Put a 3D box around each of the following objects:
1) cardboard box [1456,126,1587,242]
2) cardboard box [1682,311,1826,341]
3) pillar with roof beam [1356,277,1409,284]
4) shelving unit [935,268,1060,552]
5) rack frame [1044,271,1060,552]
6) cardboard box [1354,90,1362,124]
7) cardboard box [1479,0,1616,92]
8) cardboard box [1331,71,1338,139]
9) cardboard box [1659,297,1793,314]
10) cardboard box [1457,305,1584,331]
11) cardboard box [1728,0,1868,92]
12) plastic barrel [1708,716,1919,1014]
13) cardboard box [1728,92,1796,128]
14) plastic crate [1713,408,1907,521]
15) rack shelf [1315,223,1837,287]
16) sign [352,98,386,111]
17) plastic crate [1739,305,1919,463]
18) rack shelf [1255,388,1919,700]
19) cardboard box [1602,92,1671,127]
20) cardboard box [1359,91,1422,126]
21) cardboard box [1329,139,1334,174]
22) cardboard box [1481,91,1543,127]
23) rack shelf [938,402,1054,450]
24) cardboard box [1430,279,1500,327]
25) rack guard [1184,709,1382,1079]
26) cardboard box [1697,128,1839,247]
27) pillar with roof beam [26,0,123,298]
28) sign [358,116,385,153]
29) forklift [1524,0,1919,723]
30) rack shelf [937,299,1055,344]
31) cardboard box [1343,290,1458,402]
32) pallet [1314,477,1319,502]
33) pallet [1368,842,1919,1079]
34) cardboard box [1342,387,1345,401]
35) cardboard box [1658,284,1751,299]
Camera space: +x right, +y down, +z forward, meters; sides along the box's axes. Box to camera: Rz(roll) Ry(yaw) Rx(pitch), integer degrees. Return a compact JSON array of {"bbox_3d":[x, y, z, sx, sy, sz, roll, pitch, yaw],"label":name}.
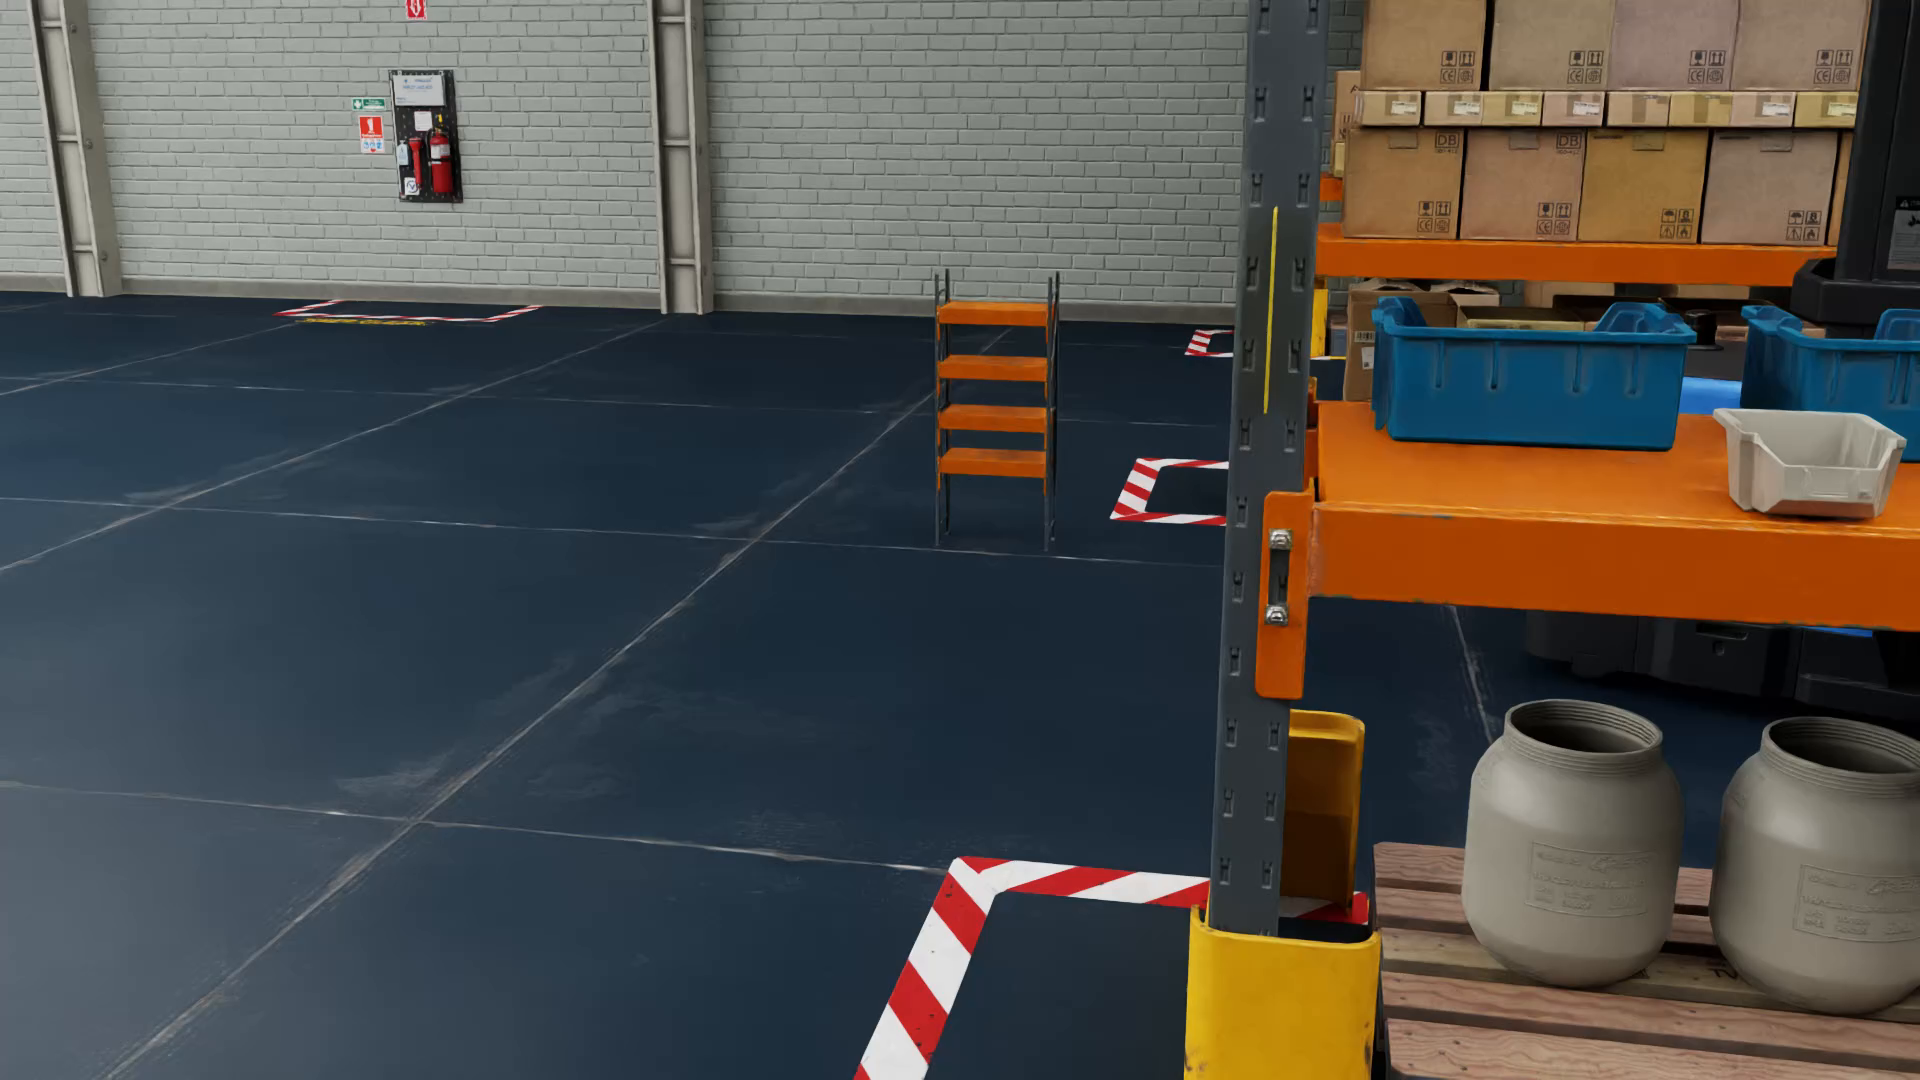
[{"bbox_3d":[2.580,-1.672,7.723,0.500,0.500,0.700,4,16,13],"label":"cardboard box"},{"bbox_3d":[3.560,-0.751,7.542,0.500,0.500,0.500,3,16,11],"label":"cardboard box"},{"bbox_3d":[2.593,-4.929,8.430,0.400,9.000,9.100,3,16,11],"label":"pillar with roof beam"},{"bbox_3d":[0.162,-0.569,7.300,0.503,1.200,0.258,3,16,11],"label":"shelving unit"},{"bbox_3d":[0.401,-0.556,7.253,0.015,1.200,0.240,3,16,11],"label":"rack frame"},{"bbox_3d":[2.022,-2.069,7.941,0.250,0.149,0.380,3,16,10],"label":"cardboard box"},{"bbox_3d":[2.633,-2.295,7.540,0.500,0.500,0.700,3,16,10],"label":"cardboard box"},{"bbox_3d":[3.097,-3.304,12.641,0.500,0.500,0.500,3,16,10],"label":"cardboard box"},{"bbox_3d":[3.667,-0.891,8.048,0.500,0.500,0.500,3,16,11],"label":"cardboard box"},{"bbox_3d":[2.581,-0.805,7.738,0.500,0.500,0.500,3,16,11],"label":"cardboard box"},{"bbox_3d":[3.618,-2.242,7.348,0.500,0.500,0.700,3,16,11],"label":"cardboard box"},{"bbox_3d":[1.770,0.655,3.383,0.421,0.512,0.421,0,15,0],"label":"plastic barrel"},{"bbox_3d":[3.457,-1.881,7.260,0.250,0.149,0.380,3,16,12],"label":"cardboard box"},{"bbox_3d":[1.432,-0.125,2.817,0.250,0.136,0.298,3,16,11],"label":"plastic crate"},{"bbox_3d":[3.569,-1.226,7.647,4.000,0.370,1.077,3,16,11],"label":"rack shelf"},{"bbox_3d":[-5.361,-3.951,15.078,0.331,0.109,0.001,3,16,11],"label":"sign"},{"bbox_3d":[1.804,-0.327,3.334,0.408,0.251,0.499,3,16,11],"label":"plastic crate"},{"bbox_3d":[2.579,0.070,2.969,4.000,0.370,1.077,3,16,11],"label":"rack shelf"},{"bbox_3d":[2.963,-1.908,7.359,0.250,0.149,0.380,3,16,9],"label":"cardboard box"},{"bbox_3d":[1.951,-1.963,7.556,0.250,0.149,0.380,3,16,11],"label":"cardboard box"},{"bbox_3d":[3.090,-2.938,12.724,0.500,0.250,0.500,3,16,12],"label":"cardboard box"},{"bbox_3d":[2.455,-1.936,7.459,0.250,0.149,0.380,3,16,11],"label":"cardboard box"},{"bbox_3d":[0.162,-0.505,7.318,0.480,0.148,0.258,3,16,11],"label":"rack shelf"},{"bbox_3d":[3.812,-1.801,12.586,0.500,0.311,0.500,4,16,16],"label":"cardboard box"},{"bbox_3d":[0.703,0.813,3.621,0.348,0.500,1.175,3,16,11],"label":"rack guard"},{"bbox_3d":[3.582,-1.617,7.525,0.500,0.500,0.700,4,16,13],"label":"cardboard box"},{"bbox_3d":[-9.166,-5.568,10.734,0.400,9.000,9.100,3,16,11],"label":"pillar with roof beam"},{"bbox_3d":[-5.364,-3.698,15.158,0.234,0.329,0.001,3,16,11],"label":"sign"},{"bbox_3d":[3.512,-0.862,5.113,3.031,2.935,1.130,9,18,29],"label":"forklift"},{"bbox_3d":[0.162,-0.948,7.195,0.480,0.148,0.258,3,16,11],"label":"rack shelf"},{"bbox_3d":[2.194,-0.967,8.324,0.500,0.500,0.500,3,16,11],"label":"cardboard box"},{"bbox_3d":[2.367,-0.306,8.200,1.213,0.211,1.003,3,16,11],"label":"pallet"},{"bbox_3d":[1.498,0.997,3.499,1.213,0.211,1.003,3,16,11],"label":"pallet"},{"bbox_3d":[2.194,-0.605,8.422,0.500,0.250,0.500,3,16,11],"label":"cardboard box"},{"bbox_3d":[5.488,-1.815,12.282,0.500,0.500,0.500,2,16,7],"label":"cardboard box"}]
